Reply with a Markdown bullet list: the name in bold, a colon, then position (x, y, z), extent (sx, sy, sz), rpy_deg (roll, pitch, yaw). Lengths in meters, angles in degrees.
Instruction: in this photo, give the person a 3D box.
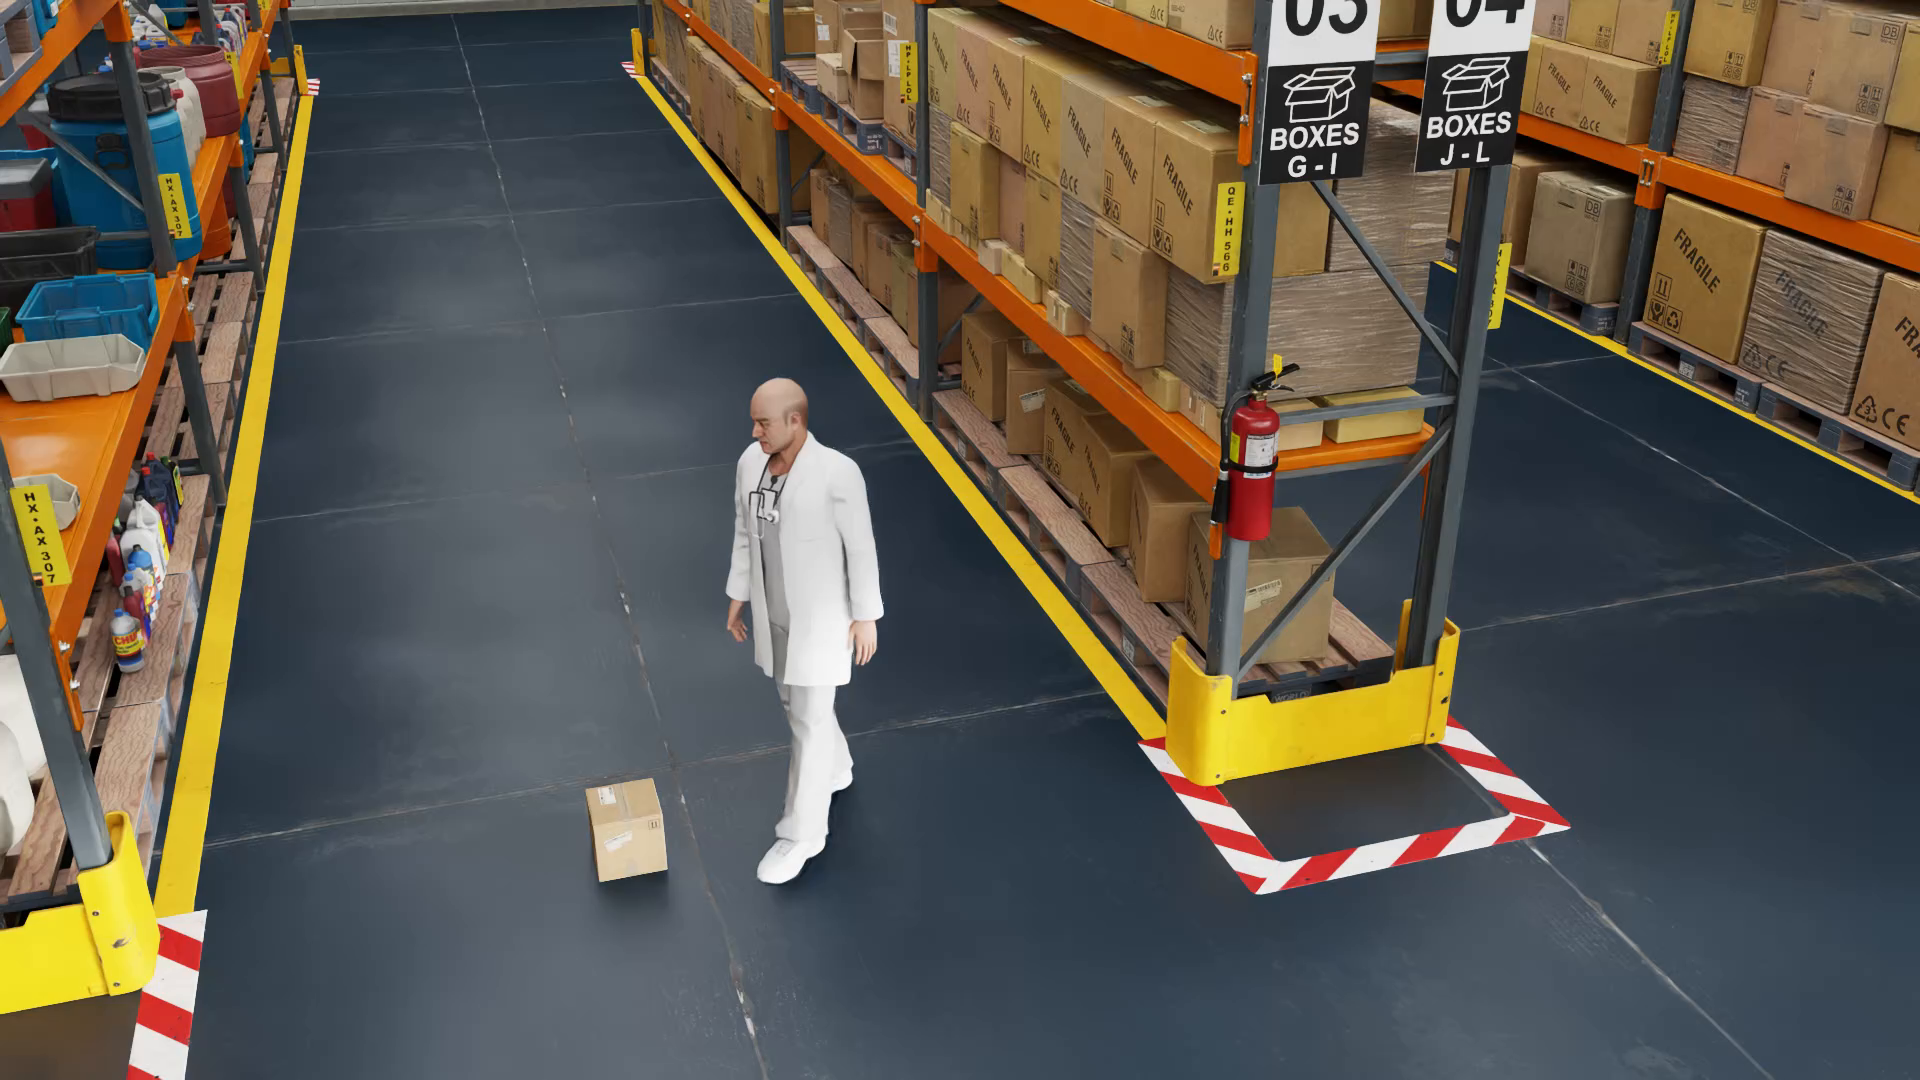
- **person**: position (-0.656, 0.297, 5.985), extent (0.635, 1.762, 0.777), rpy_deg (18, 31, 32)
